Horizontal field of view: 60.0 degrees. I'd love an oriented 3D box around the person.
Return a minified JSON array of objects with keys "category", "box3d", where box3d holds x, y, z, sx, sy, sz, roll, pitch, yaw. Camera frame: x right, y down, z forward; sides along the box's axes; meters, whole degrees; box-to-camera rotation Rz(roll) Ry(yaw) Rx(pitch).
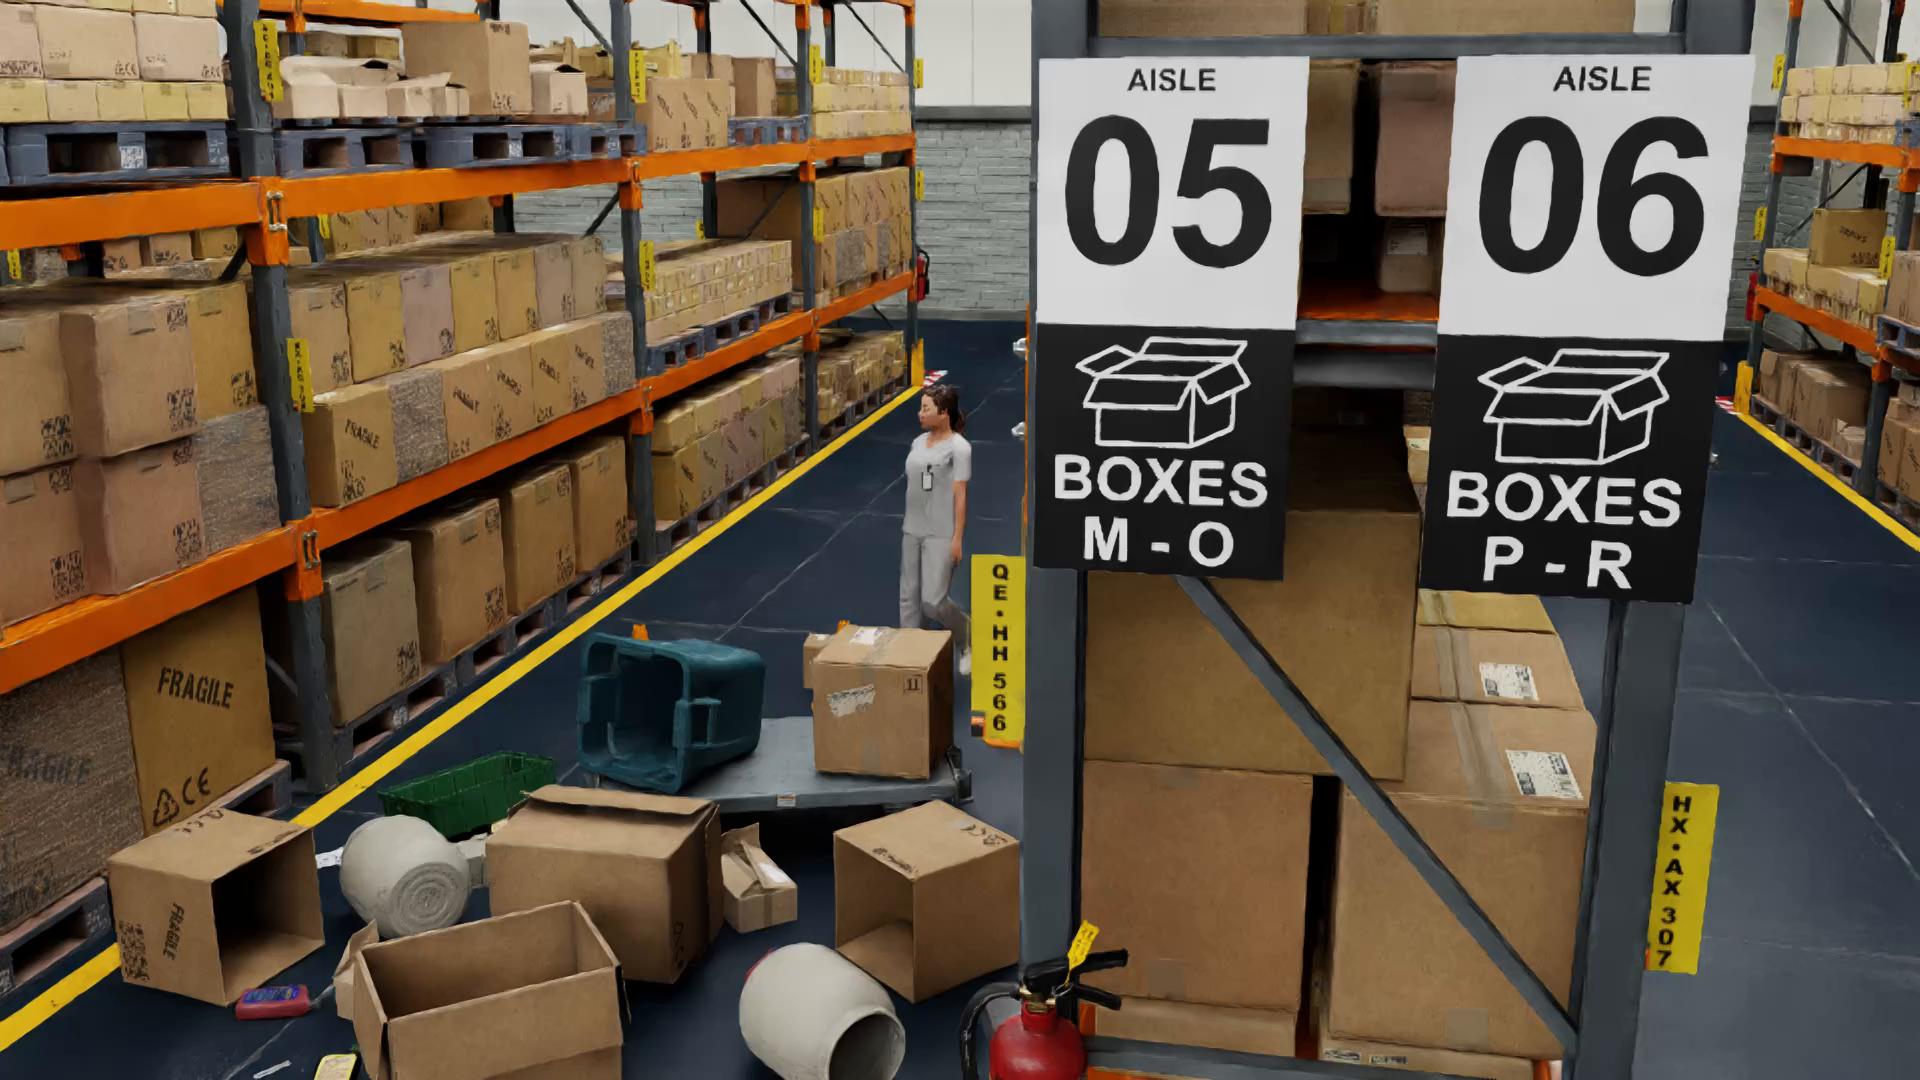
[{"category":"person","box3d":[-0.180,-0.010,9.058,0.470,1.669,0.616,13,20,41]}]
